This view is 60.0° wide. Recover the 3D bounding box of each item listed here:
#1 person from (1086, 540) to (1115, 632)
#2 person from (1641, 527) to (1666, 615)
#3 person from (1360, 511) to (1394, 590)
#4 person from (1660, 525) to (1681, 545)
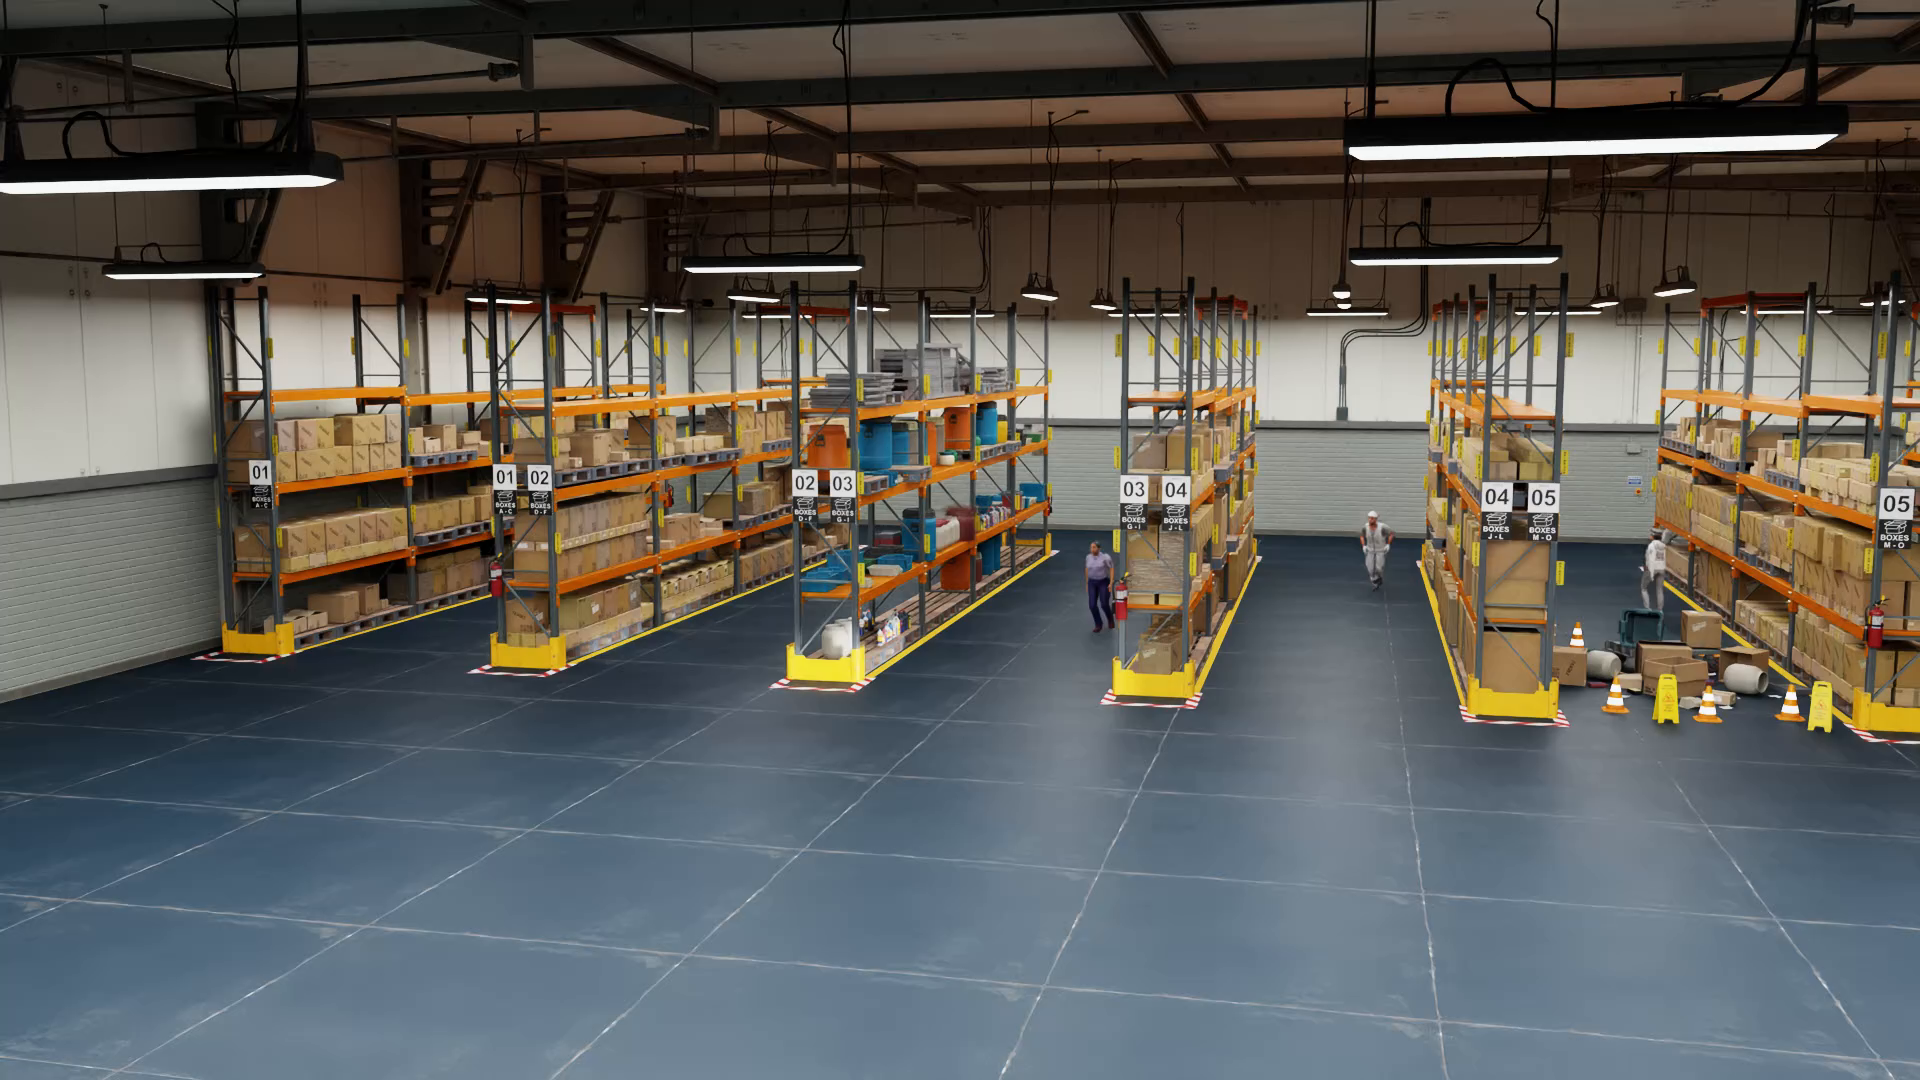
[{"bbox_3d":[2.498,0.806,29.615,0.553,1.630,0.501,3,7,25],"label":"person"},{"bbox_3d":[12.992,0.632,31.000,0.473,1.706,0.530,-1,7,-6],"label":"person"},{"bbox_3d":[8.619,0.223,34.424,0.695,1.680,0.658,3,7,22],"label":"person"},{"bbox_3d":[16.694,-0.345,39.036,0.881,1.740,0.572,-1,7,-6],"label":"person"}]
